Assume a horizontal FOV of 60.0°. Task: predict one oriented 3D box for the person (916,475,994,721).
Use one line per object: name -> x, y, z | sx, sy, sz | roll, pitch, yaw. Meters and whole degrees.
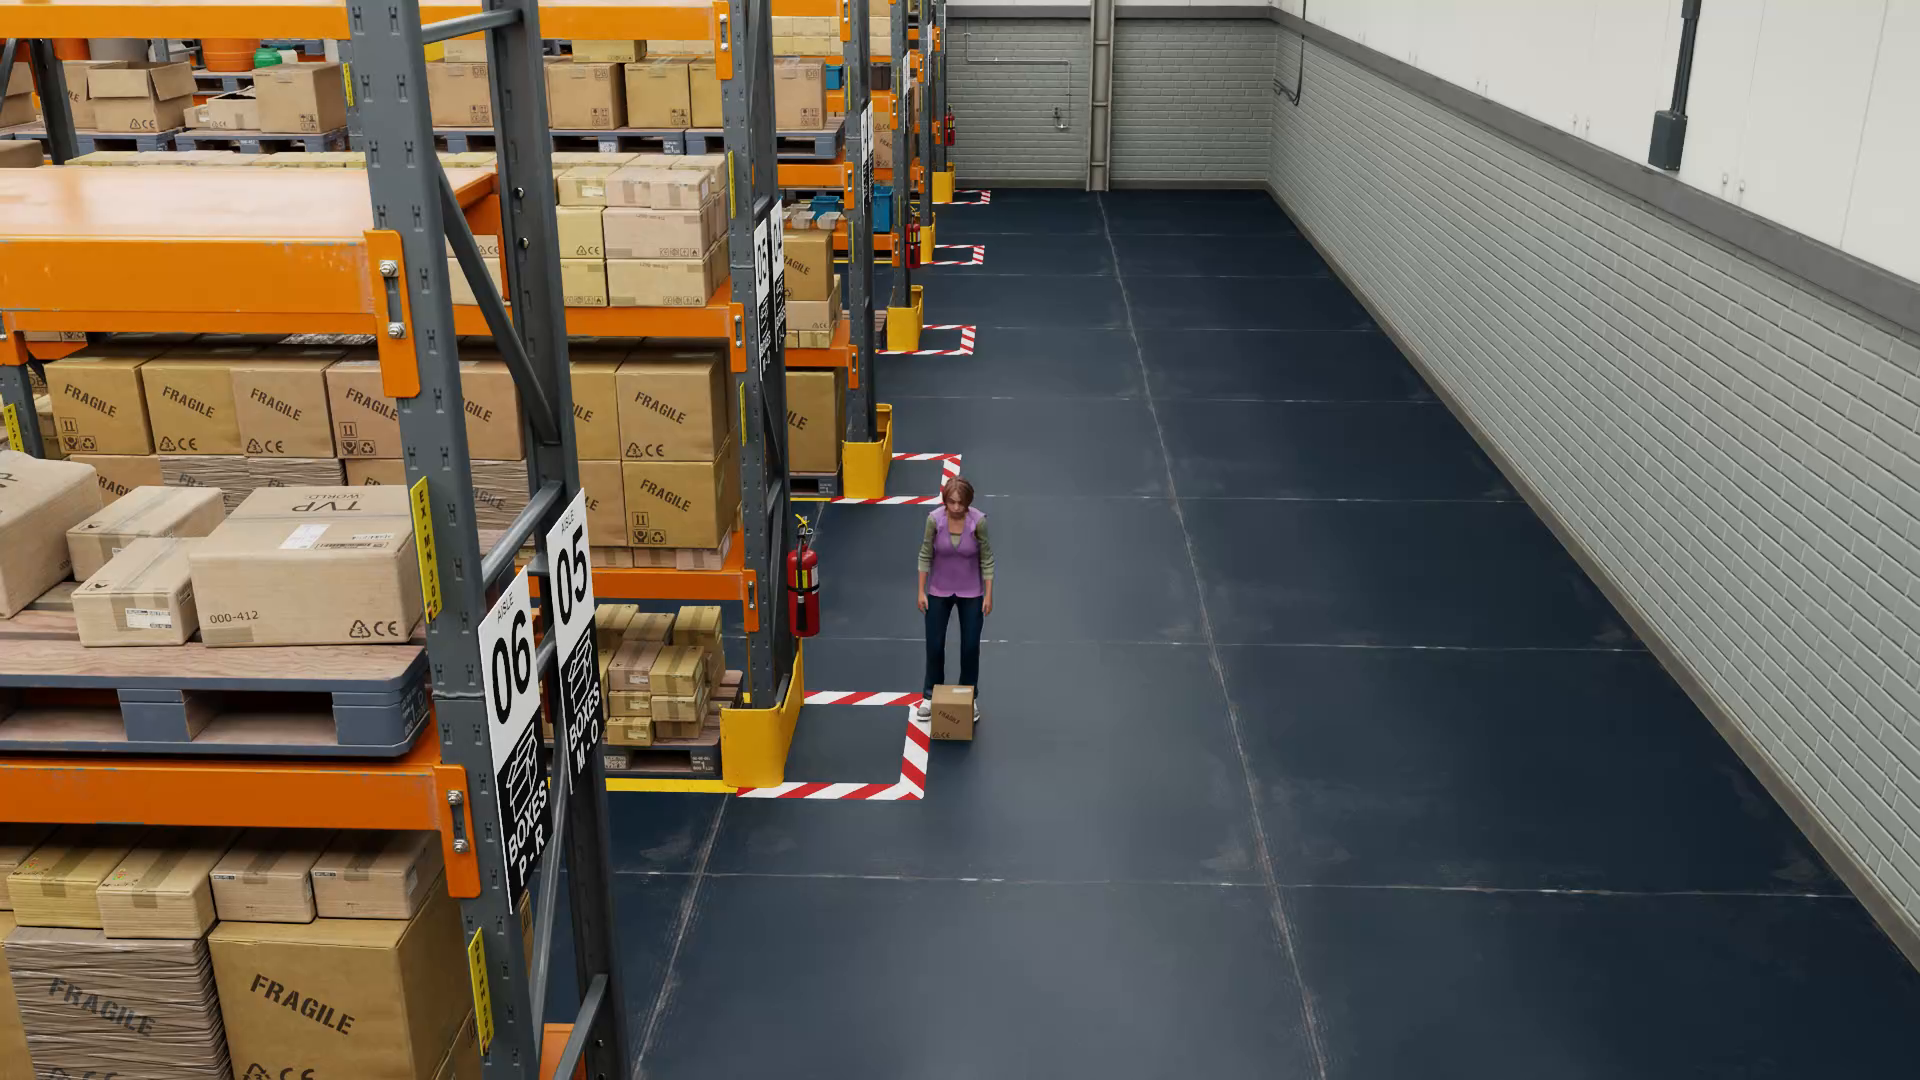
person -> -0.030, 0.347, 10.198 | 0.476, 1.592, 0.348 | 1, 21, 4
